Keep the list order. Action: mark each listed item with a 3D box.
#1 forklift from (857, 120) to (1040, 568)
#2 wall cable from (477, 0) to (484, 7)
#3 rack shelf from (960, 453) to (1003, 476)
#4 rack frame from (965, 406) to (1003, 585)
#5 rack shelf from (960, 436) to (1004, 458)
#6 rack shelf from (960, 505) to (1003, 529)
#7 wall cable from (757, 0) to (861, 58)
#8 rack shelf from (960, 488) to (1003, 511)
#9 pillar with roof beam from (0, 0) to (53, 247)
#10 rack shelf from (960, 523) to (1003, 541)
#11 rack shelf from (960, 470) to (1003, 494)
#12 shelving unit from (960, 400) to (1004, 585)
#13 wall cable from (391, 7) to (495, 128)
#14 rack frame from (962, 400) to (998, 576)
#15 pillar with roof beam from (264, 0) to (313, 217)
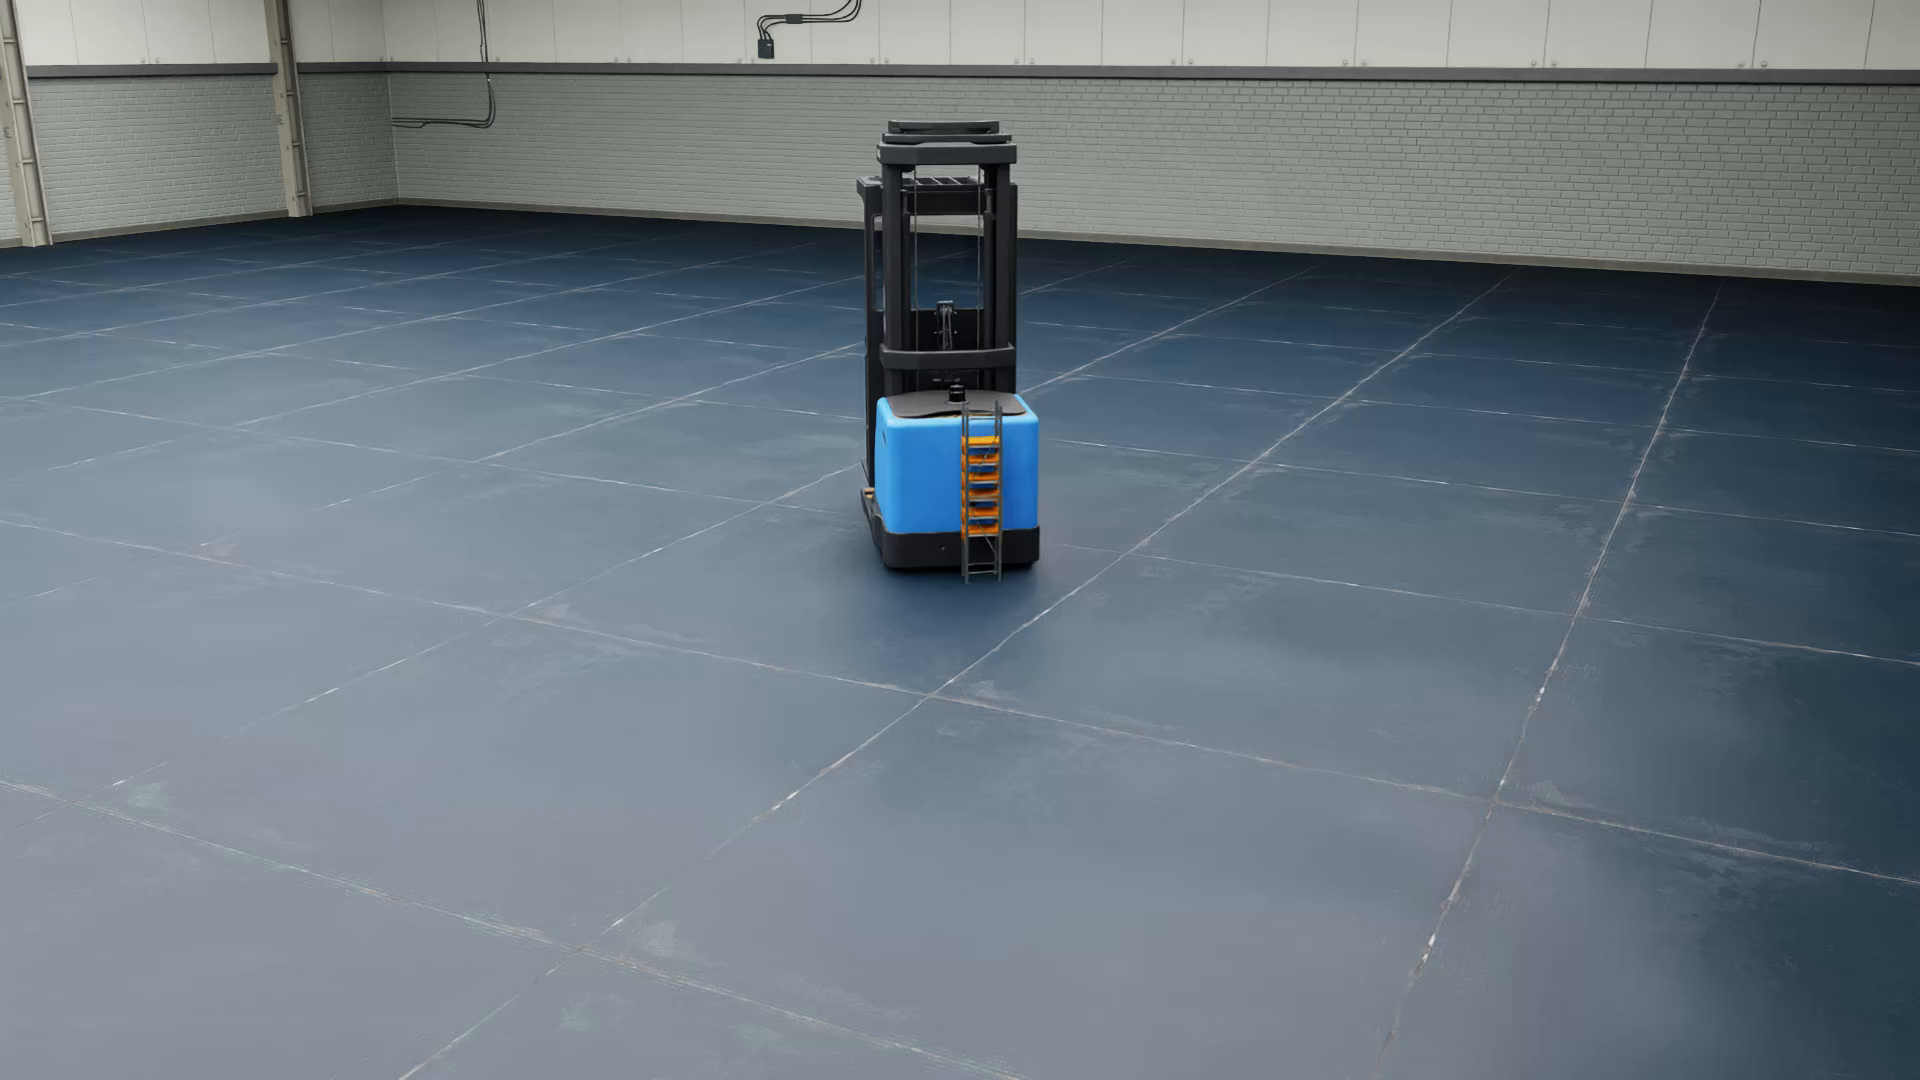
[{"bbox_3d":[-0.169,-1.591,12.234,1.130,2.935,3.031,-2,17,-7],"label":"forklift"},{"bbox_3d":[-8.956,-12.305,34.231,3.097,2.526,0.112,8,18,25],"label":"wall cable"},{"bbox_3d":[0.143,-0.498,10.906,0.258,0.103,0.180,-2,17,-7],"label":"rack shelf"},{"bbox_3d":[0.155,-0.284,10.875,0.240,1.200,0.006,-2,17,-7],"label":"rack frame"},{"bbox_3d":[0.143,-0.613,10.872,0.258,0.103,0.180,-2,17,-7],"label":"rack shelf"},{"bbox_3d":[0.143,-0.153,11.008,0.258,0.103,0.180,-2,17,-7],"label":"rack shelf"},{"bbox_3d":[-2.890,-12.135,31.102,2.305,6.003,0.169,8,18,25],"label":"wall cable"},{"bbox_3d":[0.143,-0.268,10.974,0.258,0.103,0.180,-2,17,-7],"label":"rack shelf"},{"bbox_3d":[-12.705,-9.058,26.717,9.100,9.000,0.400,8,18,25],"label":"pillar with roof beam"},{"bbox_3d":[0.143,-0.038,11.042,0.258,0.103,0.180,-2,17,-7],"label":"rack shelf"},{"bbox_3d":[0.143,-0.383,10.940,0.258,0.103,0.180,-2,17,-7],"label":"rack shelf"},{"bbox_3d":[0.143,-0.310,10.961,0.258,1.200,0.189,-2,17,-7],"label":"shelving unit"},{"bbox_3d":[-11.376,-10.228,36.109,3.097,2.526,0.112,8,18,25],"label":"wall cable"},{"bbox_3d":[0.131,-0.336,11.048,0.240,1.200,0.006,-2,17,-7],"label":"rack frame"},{"bbox_3d":[-10.024,-10.587,31.863,9.100,9.000,0.400,8,18,25],"label":"pillar with roof beam"}]
